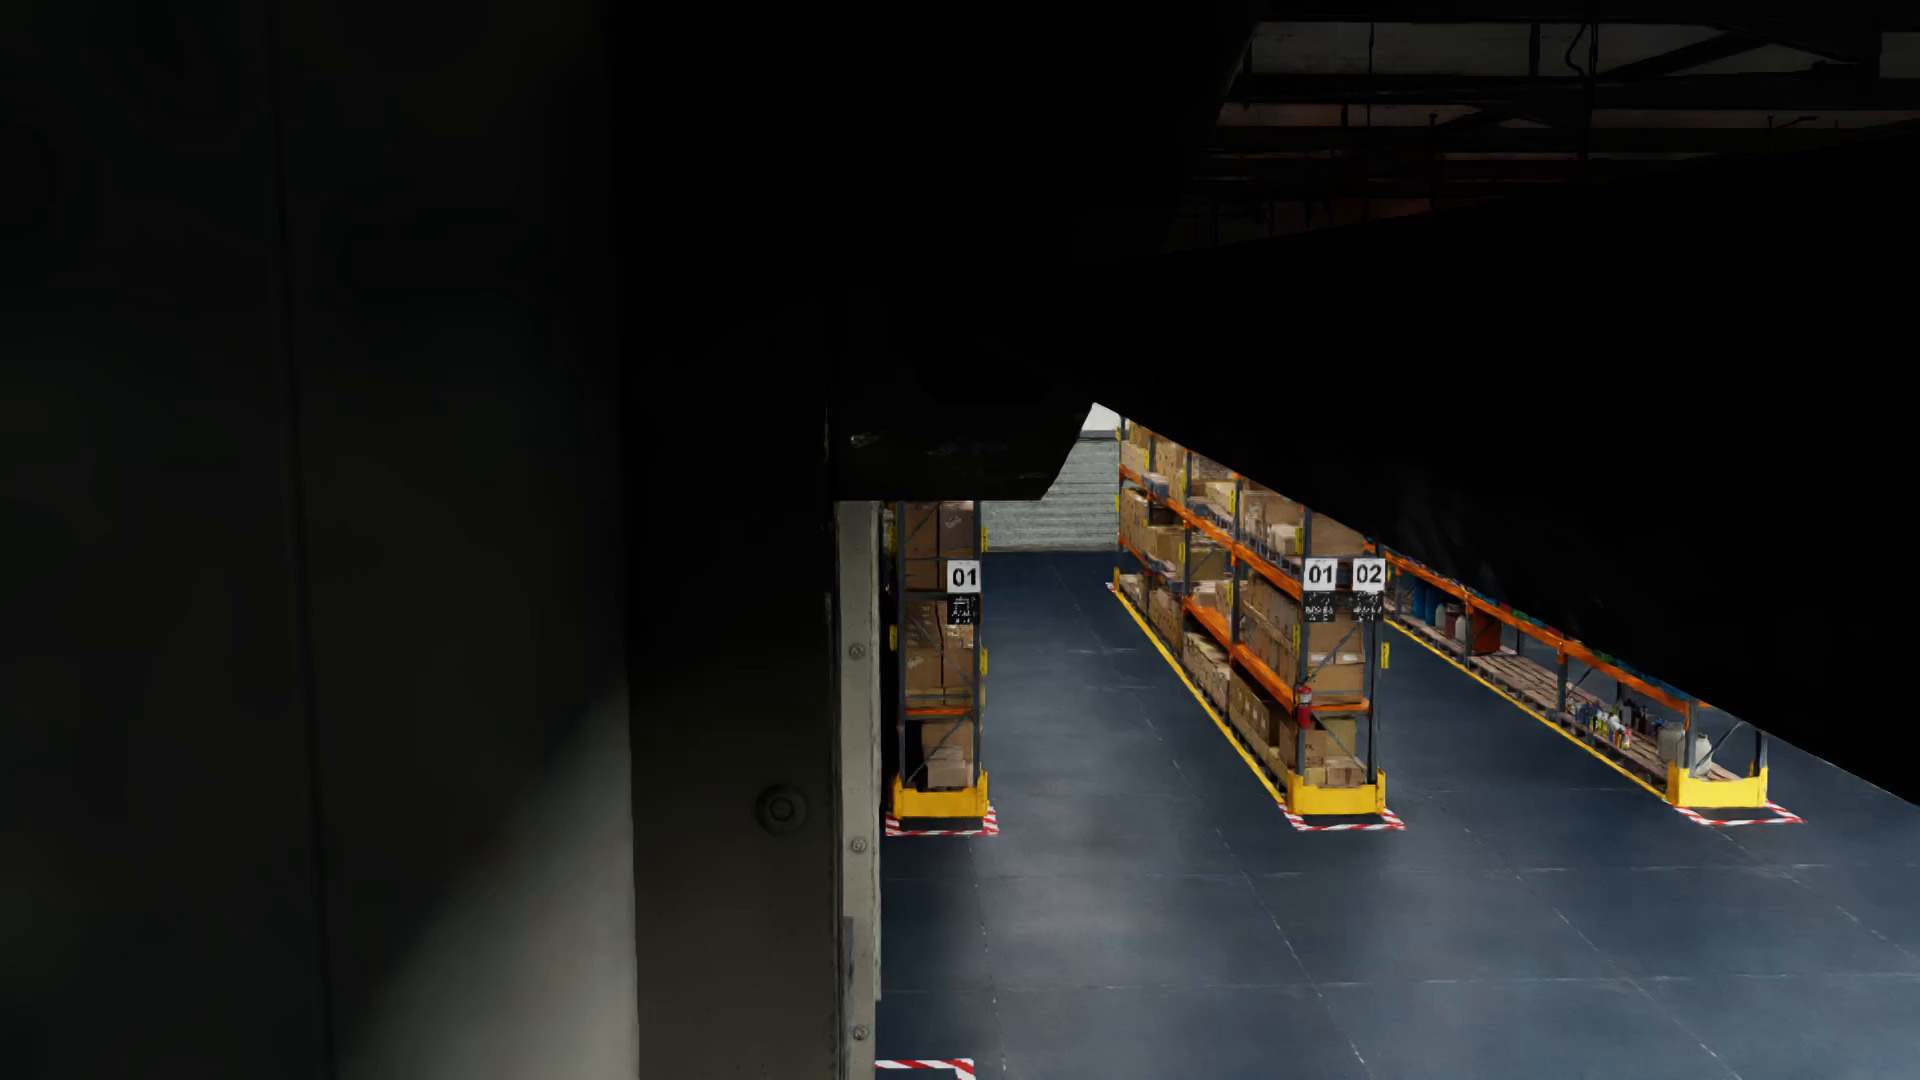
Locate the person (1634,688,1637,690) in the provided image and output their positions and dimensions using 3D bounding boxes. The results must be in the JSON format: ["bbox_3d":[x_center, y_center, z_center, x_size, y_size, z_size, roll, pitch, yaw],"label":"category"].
[{"bbox_3d":[11.127,1.658,26.940,0.361,1.727,0.538,-5,9,-29],"label":"person"}]
